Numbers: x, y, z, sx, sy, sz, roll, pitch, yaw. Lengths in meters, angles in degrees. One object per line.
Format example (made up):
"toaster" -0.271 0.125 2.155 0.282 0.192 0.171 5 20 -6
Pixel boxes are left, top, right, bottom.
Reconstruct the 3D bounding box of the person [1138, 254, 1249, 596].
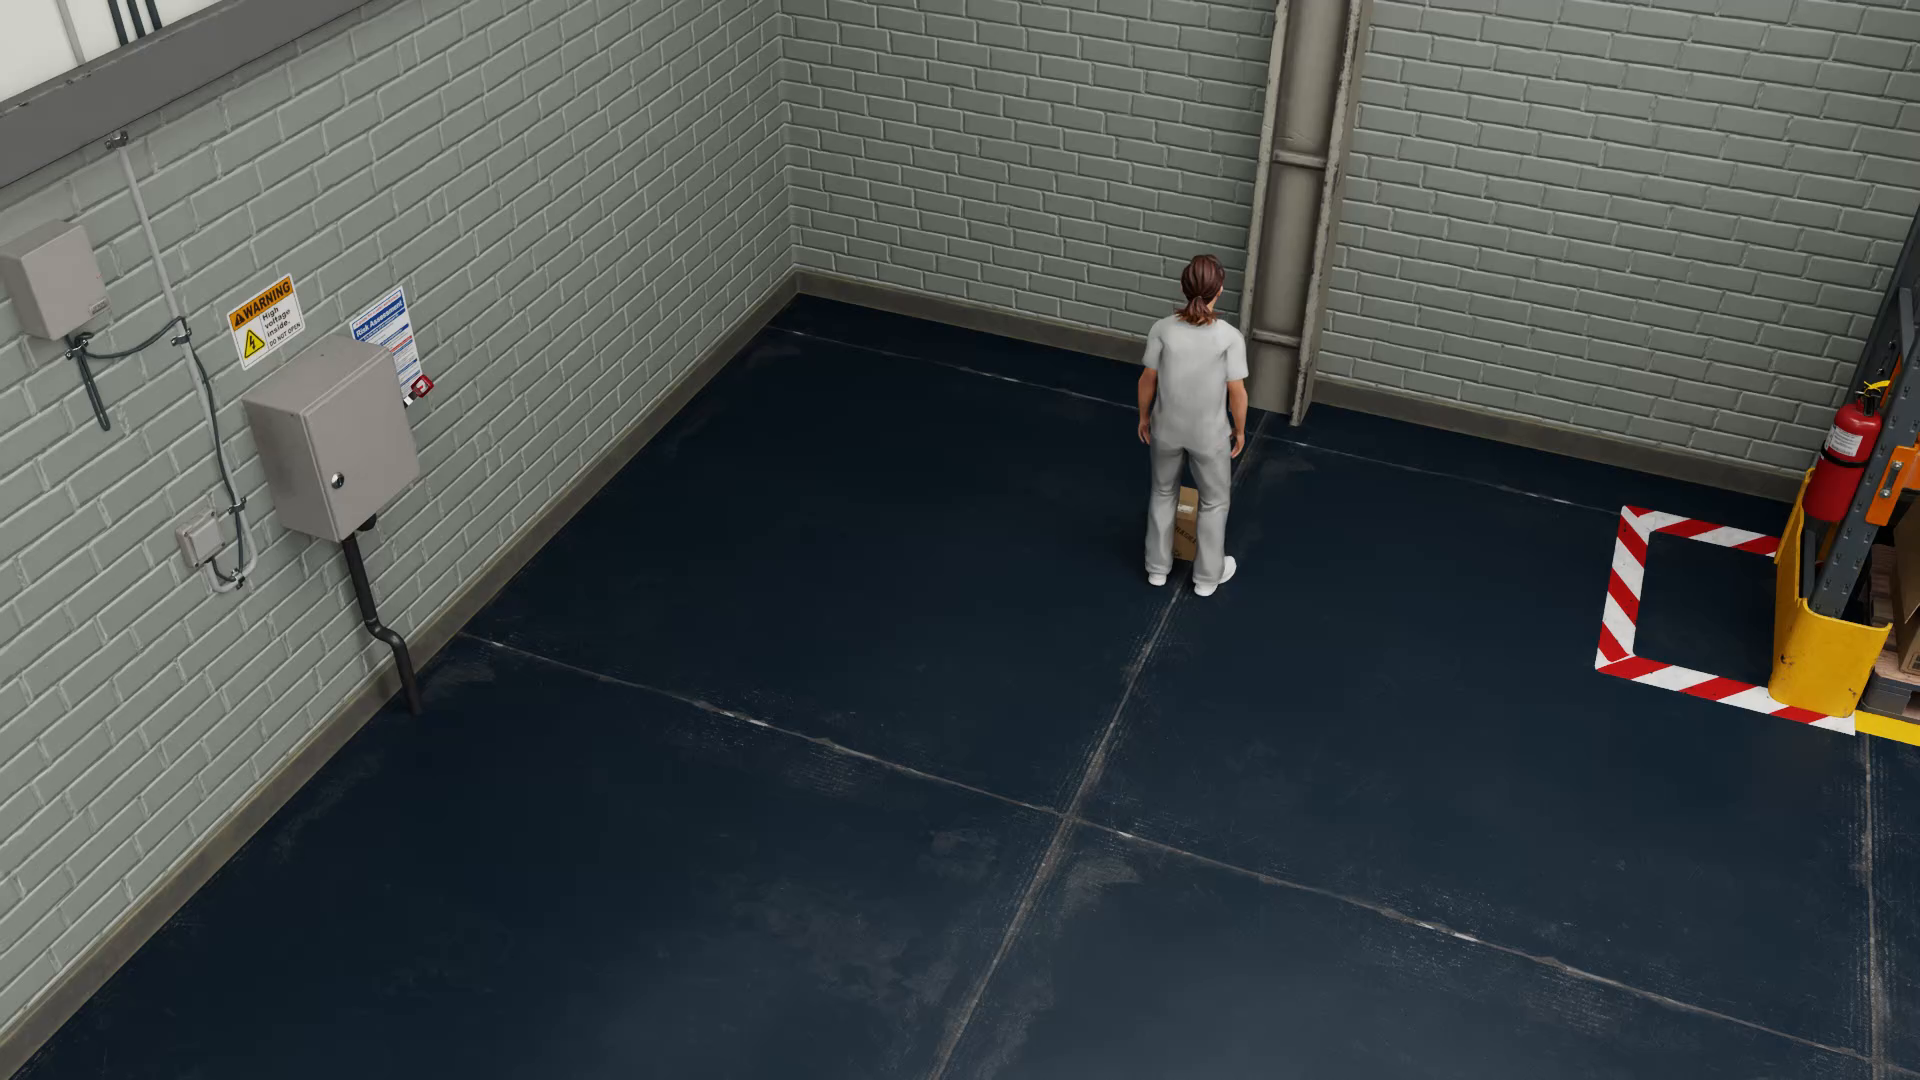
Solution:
"person" 1.044 -0.494 7.461 0.512 1.671 0.365 12 39 15
